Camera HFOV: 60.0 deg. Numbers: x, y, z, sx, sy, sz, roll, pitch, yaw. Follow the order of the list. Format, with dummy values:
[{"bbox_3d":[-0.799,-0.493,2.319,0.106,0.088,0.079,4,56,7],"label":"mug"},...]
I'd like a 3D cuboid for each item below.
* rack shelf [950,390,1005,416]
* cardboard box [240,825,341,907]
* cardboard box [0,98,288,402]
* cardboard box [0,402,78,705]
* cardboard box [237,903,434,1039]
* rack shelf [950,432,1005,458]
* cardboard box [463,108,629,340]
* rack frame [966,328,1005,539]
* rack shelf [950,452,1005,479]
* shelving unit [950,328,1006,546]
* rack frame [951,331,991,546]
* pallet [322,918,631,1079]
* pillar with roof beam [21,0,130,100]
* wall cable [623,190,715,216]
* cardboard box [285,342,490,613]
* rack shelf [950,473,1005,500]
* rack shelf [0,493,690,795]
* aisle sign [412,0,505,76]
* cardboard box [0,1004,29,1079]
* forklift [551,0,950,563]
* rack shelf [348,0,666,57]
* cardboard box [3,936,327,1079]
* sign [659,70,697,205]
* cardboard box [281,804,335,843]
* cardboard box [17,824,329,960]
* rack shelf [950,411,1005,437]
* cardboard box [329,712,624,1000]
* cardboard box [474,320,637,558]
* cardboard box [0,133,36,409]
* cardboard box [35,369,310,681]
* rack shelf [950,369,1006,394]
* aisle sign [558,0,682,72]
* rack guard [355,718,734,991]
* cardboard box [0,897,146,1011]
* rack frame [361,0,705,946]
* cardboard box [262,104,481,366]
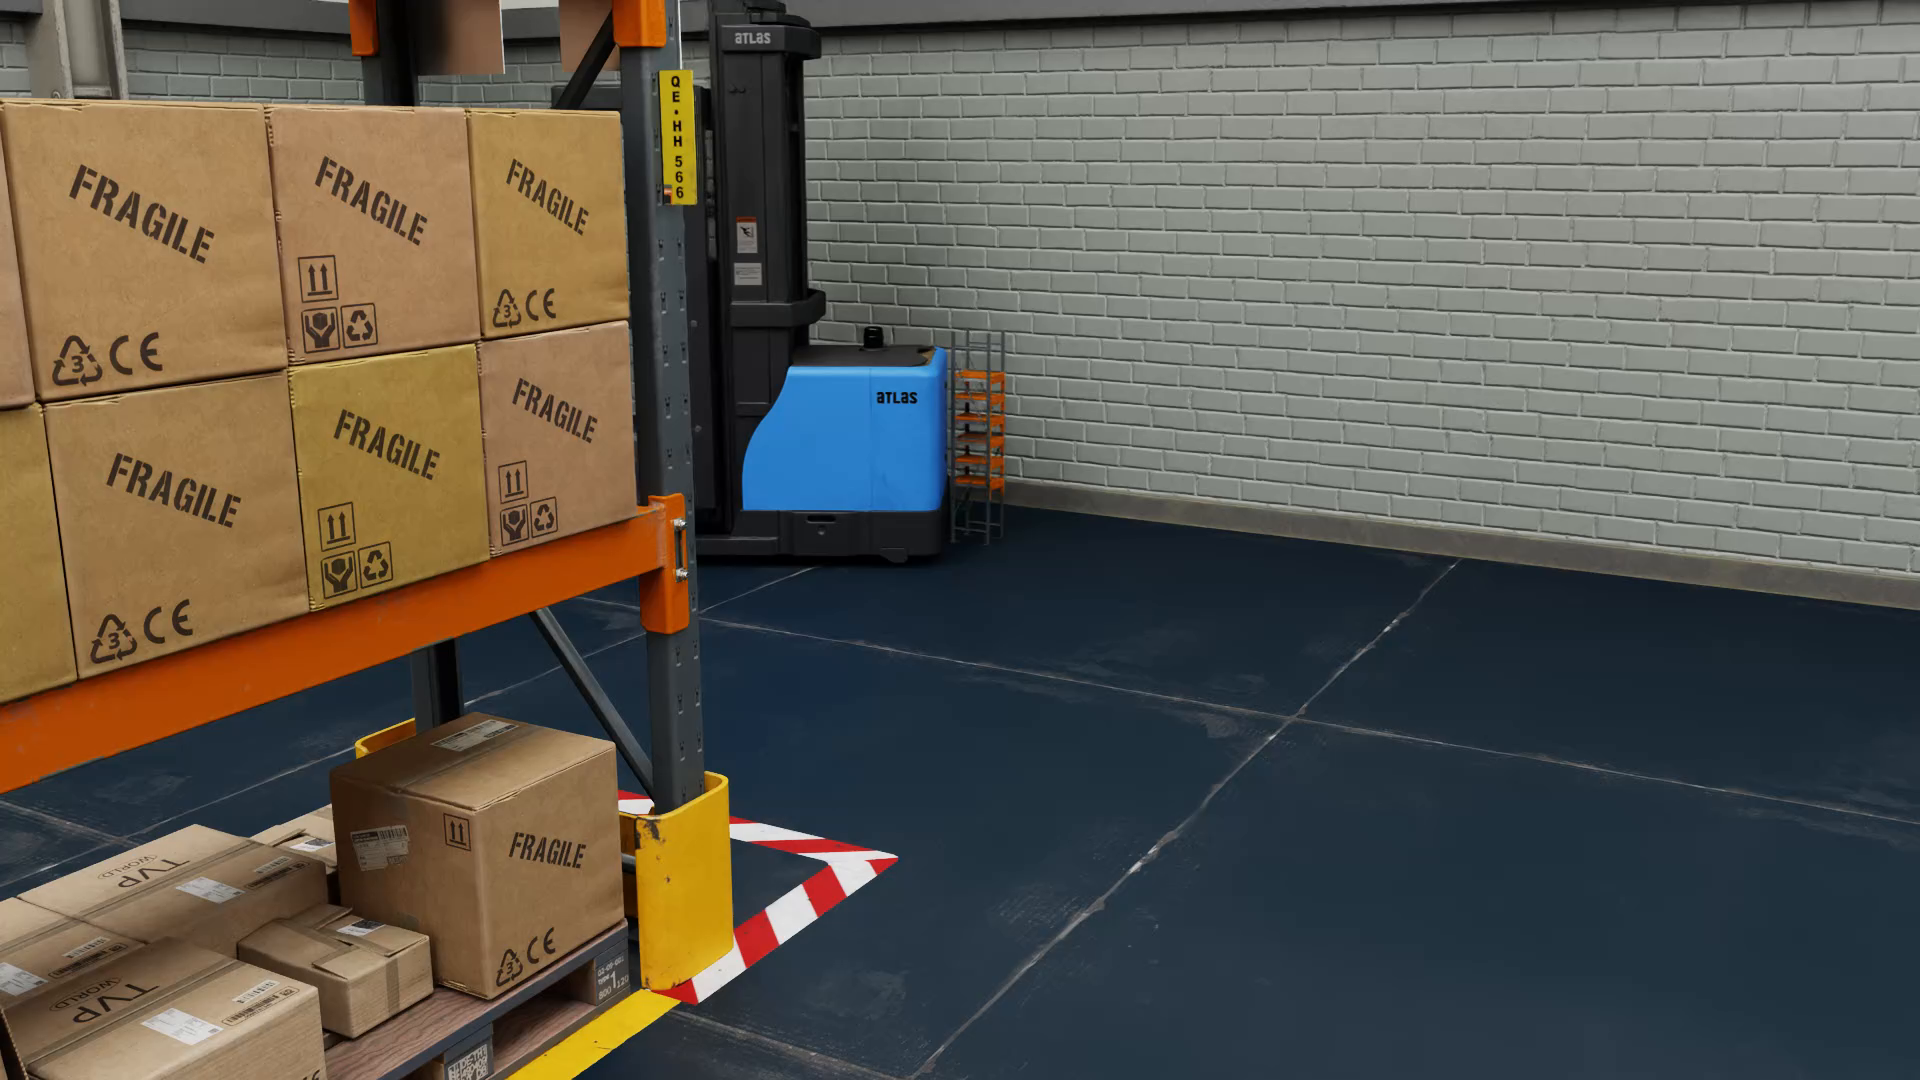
[{"bbox_3d":[0.100,-0.771,9.336,0.258,0.103,0.180,7,15,26],"label":"rack shelf"},{"bbox_3d":[-1.803,0.908,4.472,0.380,0.166,0.250,7,15,28],"label":"cardboard box"},{"bbox_3d":[-1.643,-0.555,3.089,0.500,0.500,0.500,8,16,30],"label":"cardboard box"},{"bbox_3d":[-1.894,0.033,2.785,0.500,0.500,0.500,7,15,27],"label":"cardboard box"},{"bbox_3d":[-1.500,1.022,3.999,0.380,0.166,0.250,7,15,28],"label":"cardboard box"},{"bbox_3d":[0.100,-0.537,9.392,0.258,0.103,0.180,7,15,26],"label":"rack shelf"},{"bbox_3d":[-1.153,-0.766,3.962,0.500,0.500,0.500,7,15,28],"label":"cardboard box"},{"bbox_3d":[0.141,-0.600,9.461,0.240,1.200,0.006,7,15,26],"label":"rack frame"},{"bbox_3d":[0.100,-0.421,9.420,0.258,0.103,0.180,7,15,26],"label":"rack shelf"},{"bbox_3d":[0.100,-0.581,9.381,0.258,1.200,0.189,7,15,26],"label":"shelving unit"},{"bbox_3d":[0.059,-0.561,9.302,0.240,1.200,0.006,7,15,26],"label":"rack frame"},{"bbox_3d":[-1.600,1.182,4.183,1.003,0.211,1.213,7,15,28],"label":"pallet"},{"bbox_3d":[-1.200,-3.995,6.902,9.100,9.000,0.400,7,15,28],"label":"pillar with roof beam"},{"bbox_3d":[-2.470,-3.441,11.230,3.097,2.526,0.112,7,15,28],"label":"wall cable"},{"bbox_3d":[-1.405,-0.172,3.635,0.500,0.500,0.500,8,15,29],"label":"cardboard box"},{"bbox_3d":[0.100,-0.304,9.448,0.258,0.103,0.180,7,15,26],"label":"rack shelf"},{"bbox_3d":[-2.145,0.407,2.982,1.077,0.370,4.000,7,15,28],"label":"rack shelf"},{"bbox_3d":[-1.403,-1.664,4.491,0.394,0.787,0.004,7,15,28],"label":"aisle sign"},{"bbox_3d":[-2.209,1.081,3.038,0.797,0.503,0.637,7,15,28],"label":"cardboard box"},{"bbox_3d":[-1.590,-1.408,9.118,3.031,2.935,1.130,1,14,2],"label":"forklift"},{"bbox_3d":[-2.145,-1.052,2.630,1.077,0.370,4.000,7,15,28],"label":"rack shelf"},{"bbox_3d":[-1.711,1.100,3.497,0.500,0.250,0.500,7,15,28],"label":"cardboard box"},{"bbox_3d":[-0.702,-1.003,4.149,0.100,0.325,0.005,7,15,28],"label":"sign"},{"bbox_3d":[-1.682,0.866,4.687,0.380,0.149,0.250,7,15,28],"label":"cardboard box"},{"bbox_3d":[-1.932,0.951,4.115,0.500,0.250,0.500,7,15,28],"label":"cardboard box"},{"bbox_3d":[0.100,-0.654,9.364,0.258,0.103,0.180,7,15,26],"label":"rack shelf"},{"bbox_3d":[-1.226,0.787,4.262,0.500,0.500,0.500,7,15,28],"label":"cardboard box"},{"bbox_3d":[-1.157,-0.279,4.079,0.500,0.500,0.500,8,16,30],"label":"cardboard box"},{"bbox_3d":[-1.891,-0.450,2.652,0.500,0.500,0.500,8,16,30],"label":"cardboard box"},{"bbox_3d":[-1.651,-0.071,3.213,0.500,0.500,0.500,8,15,28],"label":"cardboard box"},{"bbox_3d":[0.100,-0.887,9.307,0.258,0.103,0.180,7,15,26],"label":"rack shelf"},{"bbox_3d":[-0.877,-1.597,4.209,0.394,0.787,0.004,7,15,28],"label":"aisle sign"},{"bbox_3d":[-1.215,0.877,4.828,1.175,0.500,0.348,7,15,28],"label":"rack guard"},{"bbox_3d":[-2.173,1.054,3.690,0.500,0.250,0.500,7,15,28],"label":"cardboard box"},{"bbox_3d":[-1.179,-0.353,4.599,1.000,3.000,0.127,7,15,28],"label":"rack frame"},{"bbox_3d":[-1.397,-0.662,3.532,0.500,0.500,0.500,8,16,30],"label":"cardboard box"}]
